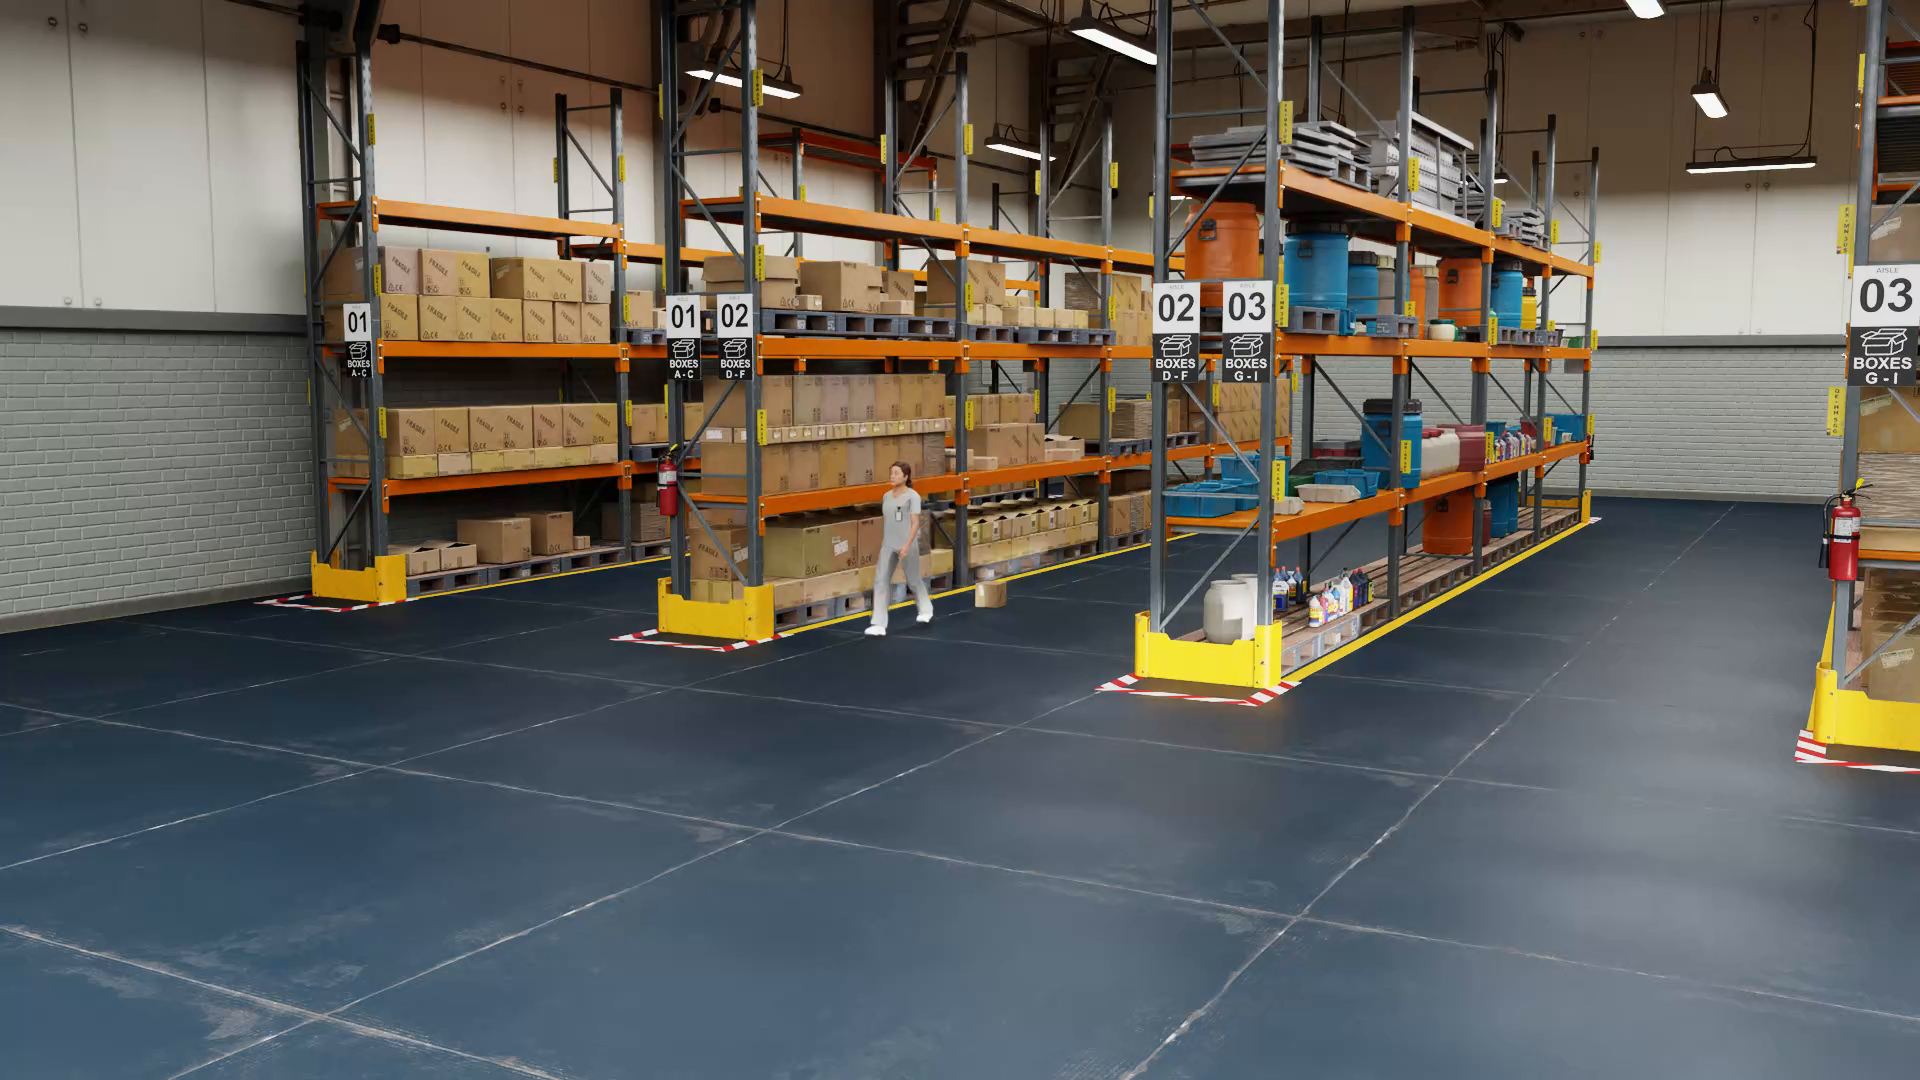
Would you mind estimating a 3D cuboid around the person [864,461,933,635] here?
[{"bbox_3d":[-0.566,0.066,15.736,0.444,1.620,1.053,3,7,25],"label":"person"}]
